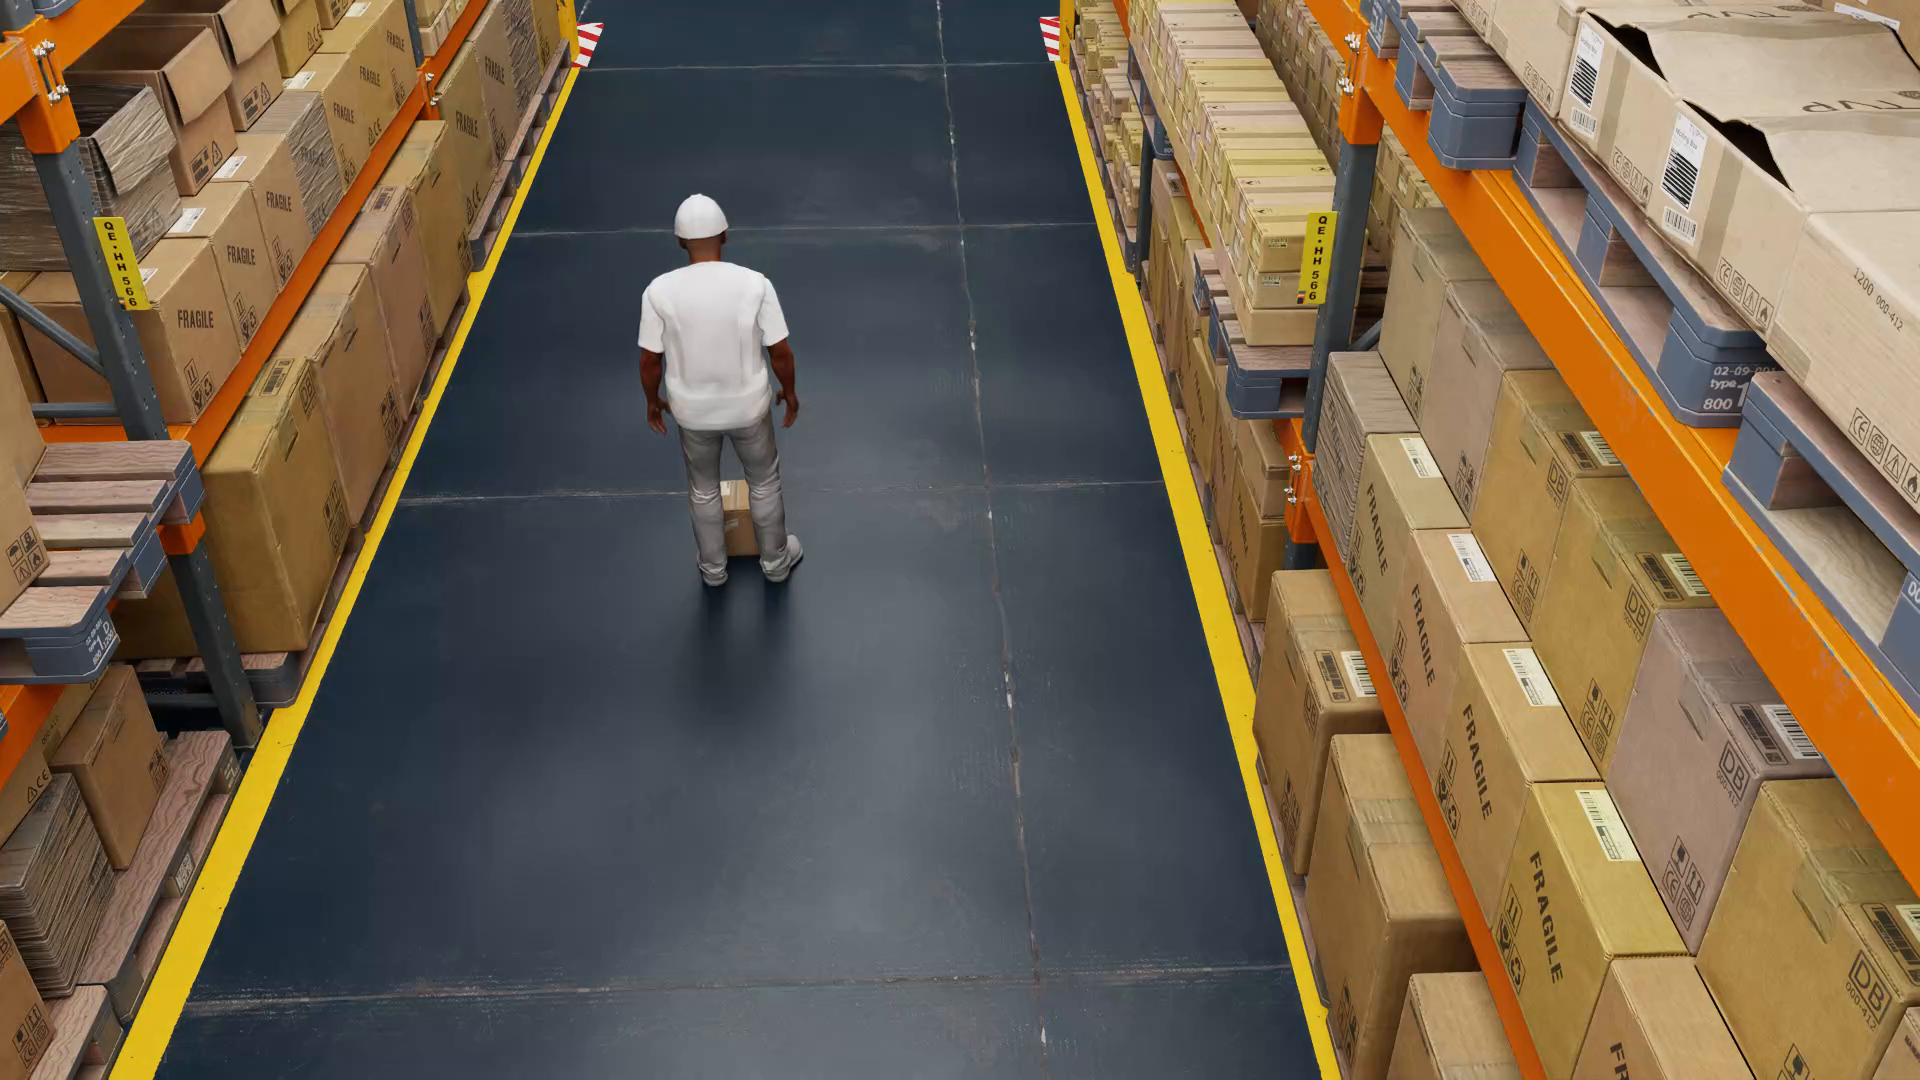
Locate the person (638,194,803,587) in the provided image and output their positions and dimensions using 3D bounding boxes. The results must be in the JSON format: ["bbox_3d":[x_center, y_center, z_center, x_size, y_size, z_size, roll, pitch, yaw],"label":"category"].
[{"bbox_3d":[-0.999,-0.592,6.973,0.638,1.761,0.457,-3,35,-4],"label":"person"}]
